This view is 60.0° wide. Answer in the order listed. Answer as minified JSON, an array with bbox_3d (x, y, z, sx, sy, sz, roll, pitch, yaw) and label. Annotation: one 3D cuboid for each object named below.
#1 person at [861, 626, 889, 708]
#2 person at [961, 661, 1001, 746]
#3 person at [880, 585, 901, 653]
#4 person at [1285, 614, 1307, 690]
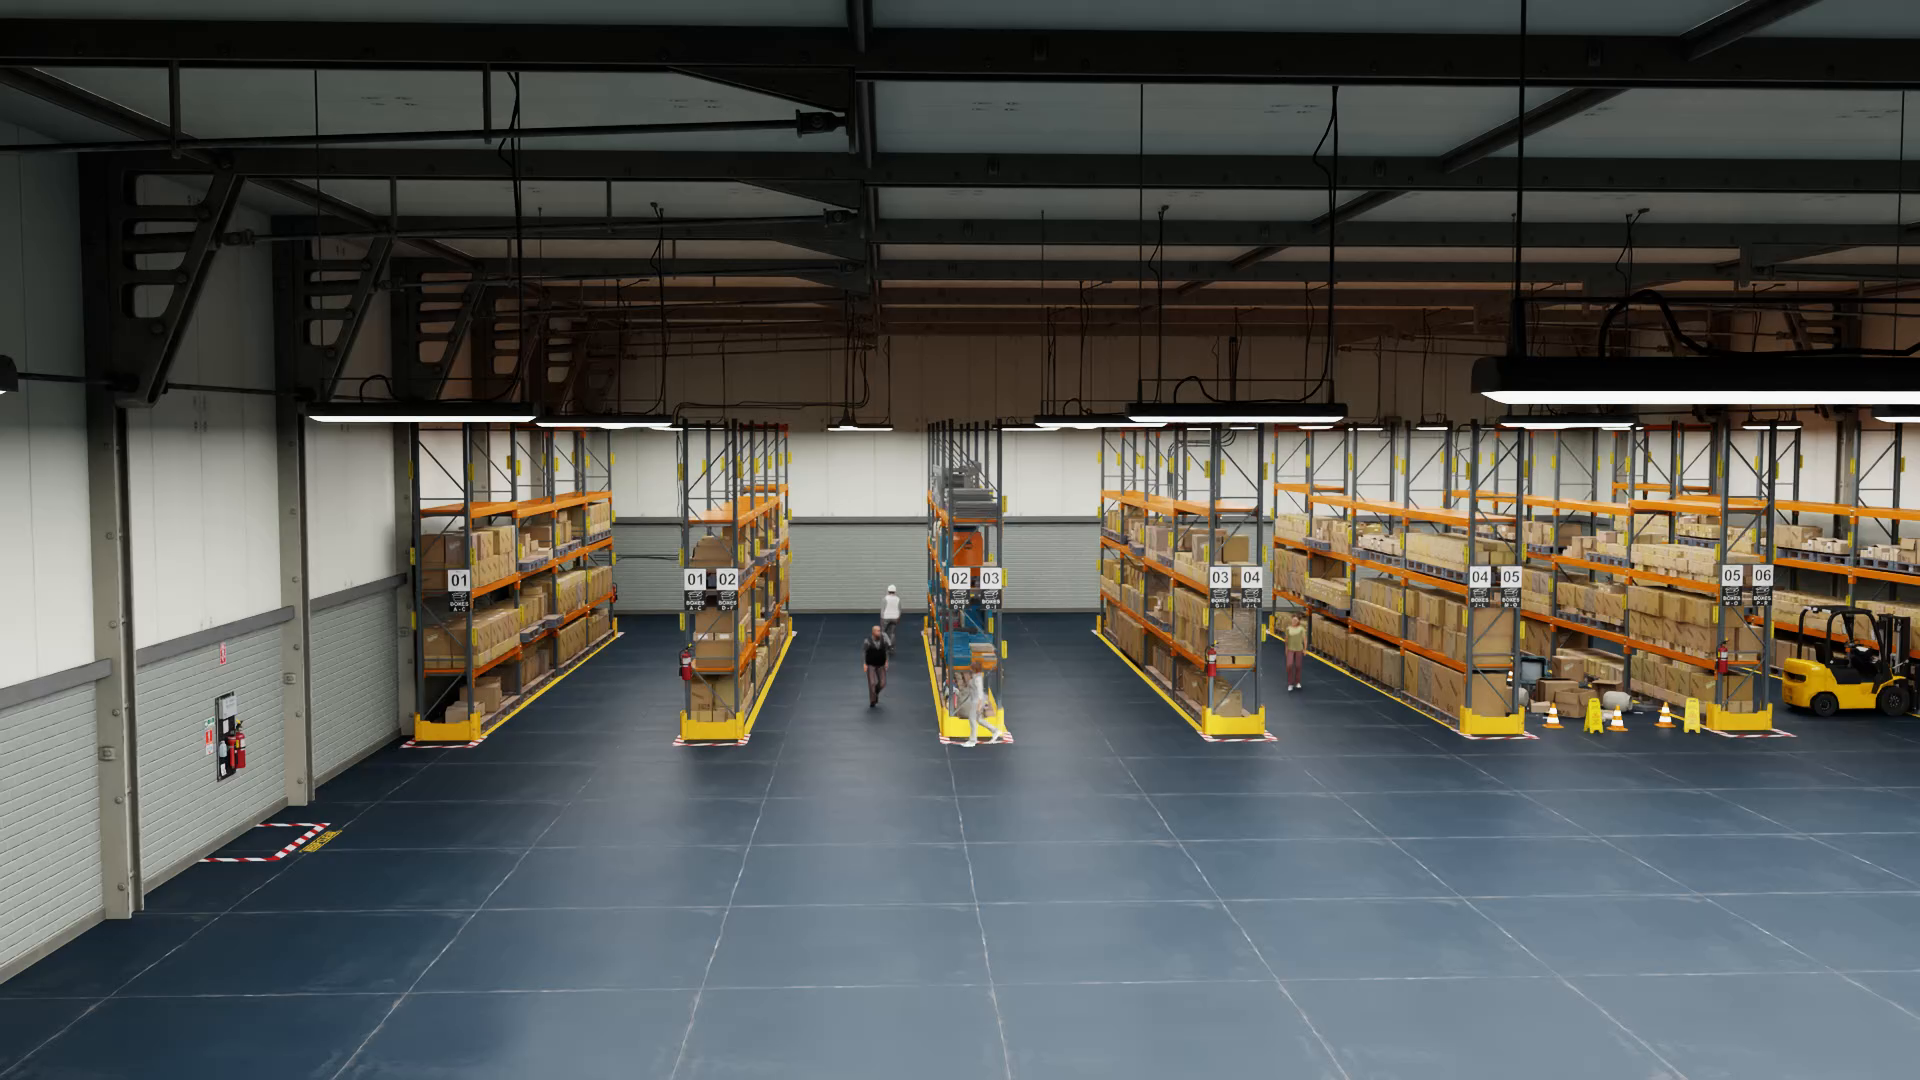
[{"bbox_3d":[-1.806,2.638,34.973,0.620,1.709,0.581,-1,4,-22],"label":"person"},{"bbox_3d":[0.385,2.982,30.428,0.733,1.569,0.505,0,4,-1],"label":"person"},{"bbox_3d":[-1.792,2.058,43.311,0.567,1.768,0.511,-1,4,-18],"label":"person"},{"bbox_3d":[7.529,2.518,37.287,0.496,1.727,0.536,1,4,18],"label":"person"}]
